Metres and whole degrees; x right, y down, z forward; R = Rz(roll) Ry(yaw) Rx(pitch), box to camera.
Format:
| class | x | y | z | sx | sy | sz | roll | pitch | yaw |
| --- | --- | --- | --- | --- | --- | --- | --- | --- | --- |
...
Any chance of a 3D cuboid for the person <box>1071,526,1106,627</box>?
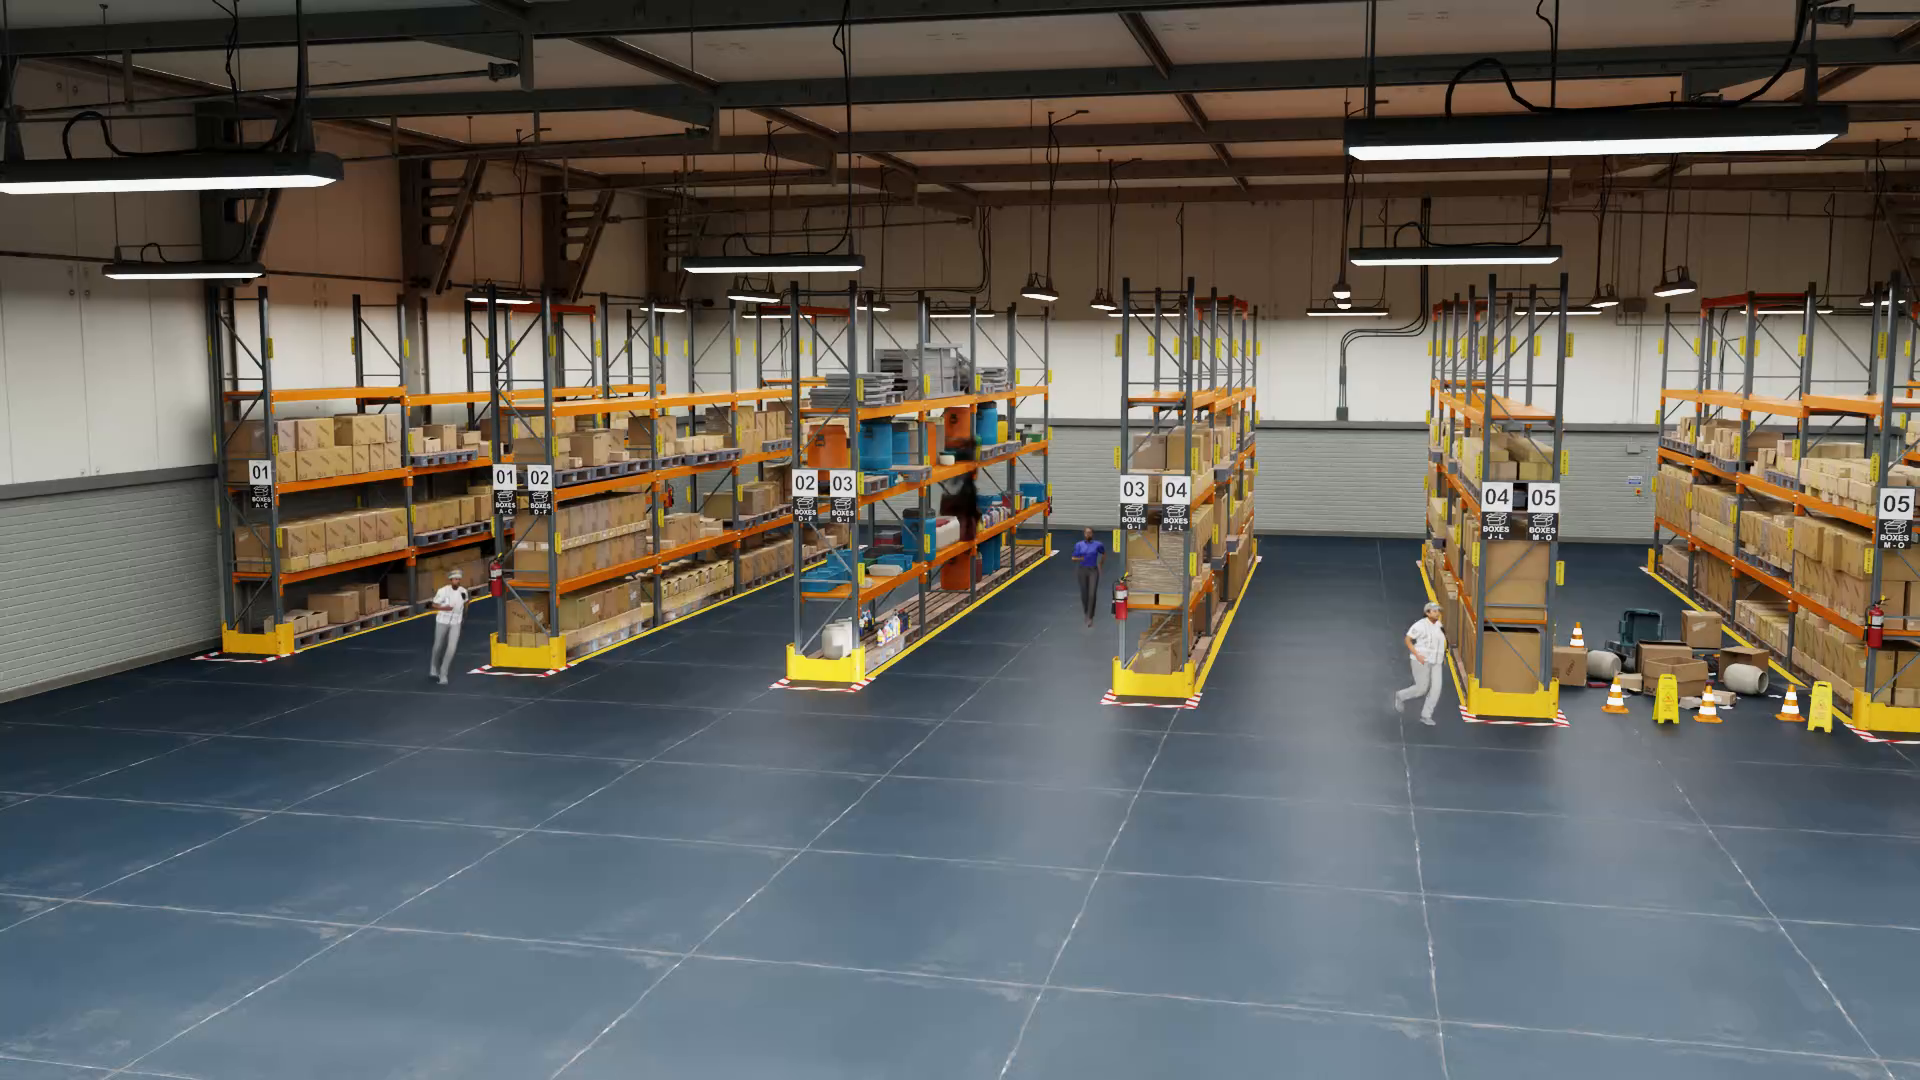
| class | x | y | z | sx | sy | sz | roll | pitch | yaw |
| --- | --- | --- | --- | --- | --- | --- | --- | --- | --- |
| person | 2.182 | 0.620 | 28.341 | 0.575 | 1.708 | 0.842 | 1 | 7 | 10 |

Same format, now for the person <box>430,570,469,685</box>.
| class | x | y | z | sx | sy | sz | roll | pitch | yaw |
| --- | --- | --- | --- | --- | --- | --- | --- | --- | --- |
| person | -7.716 | 1.288 | 25.199 | 0.615 | 1.702 | 0.806 | -3 | 7 | -25 |

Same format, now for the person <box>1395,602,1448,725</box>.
| class | x | y | z | sx | sy | sz | roll | pitch | yaw |
| --- | --- | --- | --- | --- | --- | --- | --- | --- | --- |
| person | 6.304 | 1.643 | 22.429 | 0.671 | 1.614 | 0.682 | -4 | 7 | -28 |
